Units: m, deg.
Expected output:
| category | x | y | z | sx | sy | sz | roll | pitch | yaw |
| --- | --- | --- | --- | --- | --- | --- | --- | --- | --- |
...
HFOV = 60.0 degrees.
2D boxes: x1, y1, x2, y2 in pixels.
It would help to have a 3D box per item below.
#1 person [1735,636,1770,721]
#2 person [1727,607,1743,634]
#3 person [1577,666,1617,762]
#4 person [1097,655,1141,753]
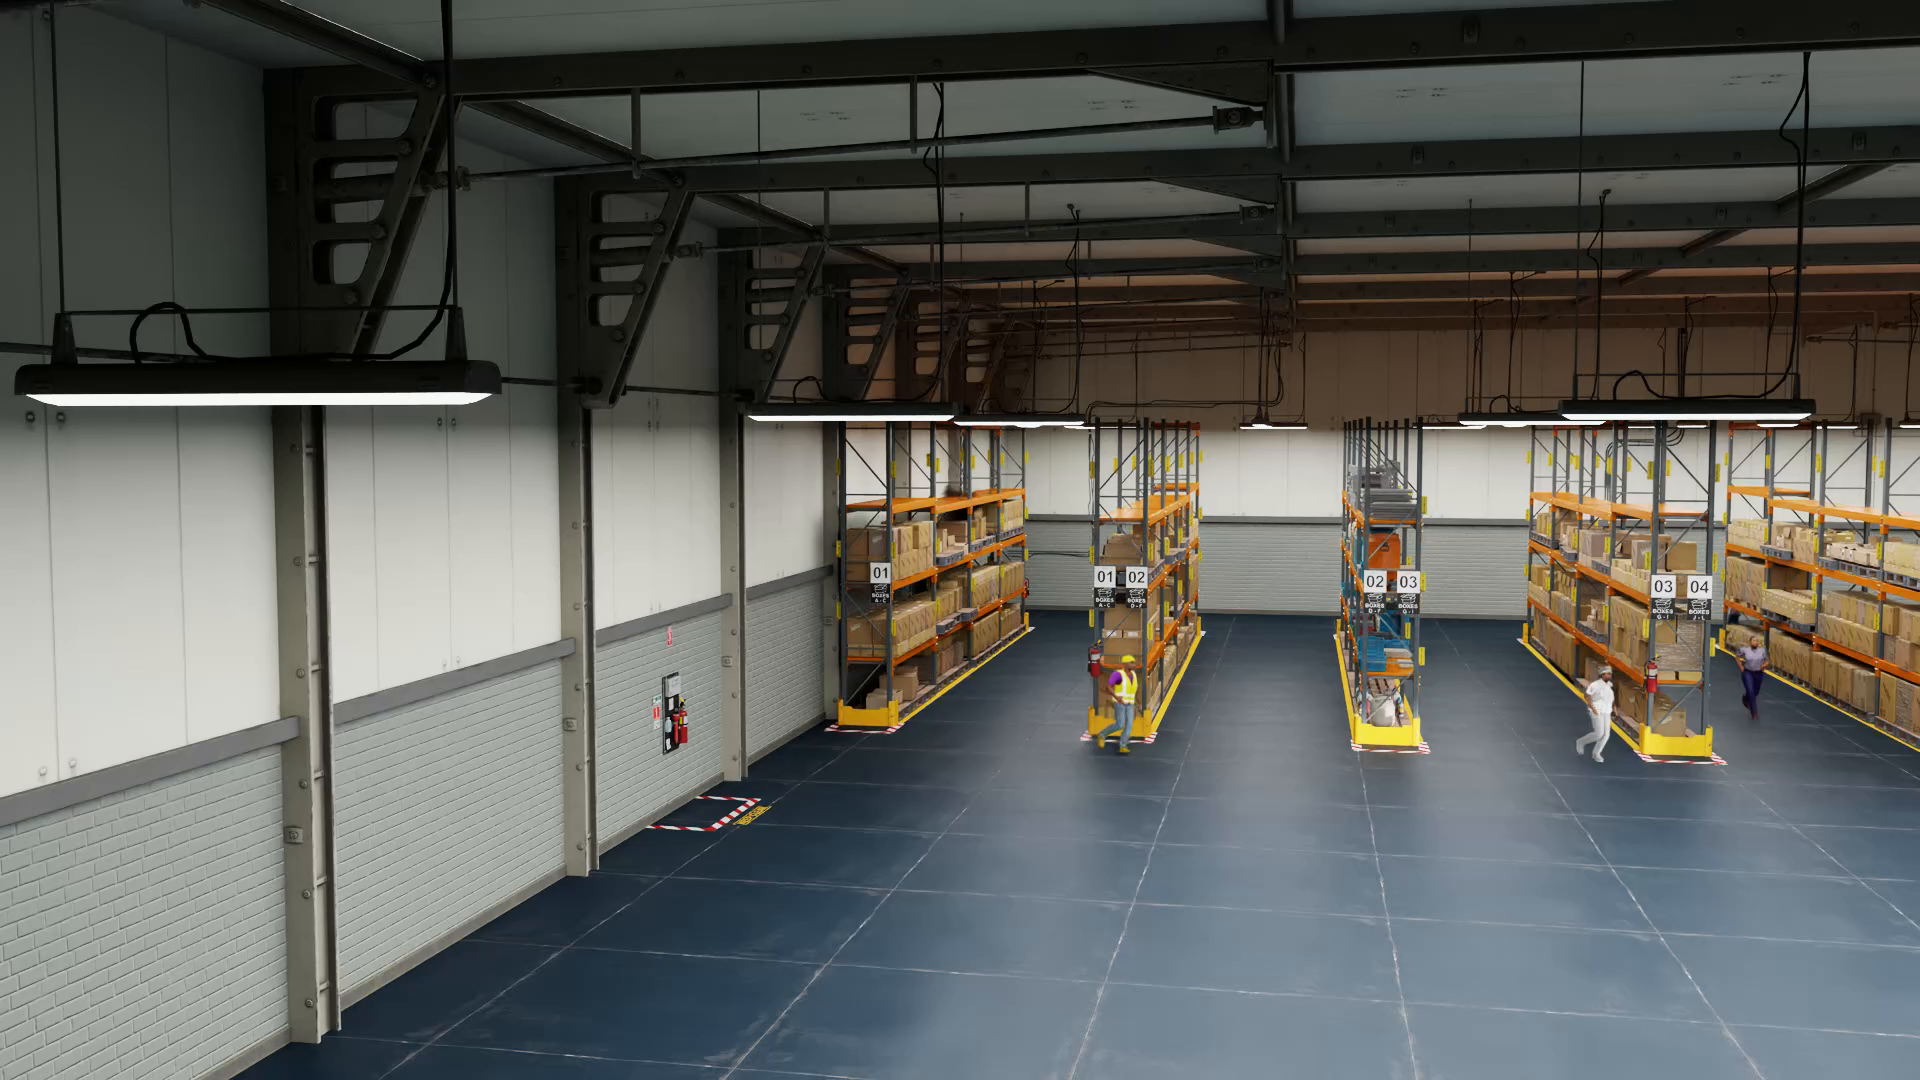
| category | x | y | z | sx | sy | sz | roll | pitch | yaw |
| --- | --- | --- | --- | --- | --- | --- | --- | --- | --- |
| person | 15.955 | 2.748 | 33.449 | 0.574 | 1.665 | 1.090 | 0 | 4 | 2 |
| person | 21.100 | 1.993 | 45.330 | 0.814 | 1.555 | 0.602 | 3 | 5 | 39 |
| person | 11.214 | 3.015 | 29.157 | 0.632 | 1.648 | 0.551 | -2 | 4 | -25 |
| person | 2.943 | 2.928 | 29.848 | 0.757 | 1.732 | 0.756 | -3 | 5 | -41 |
